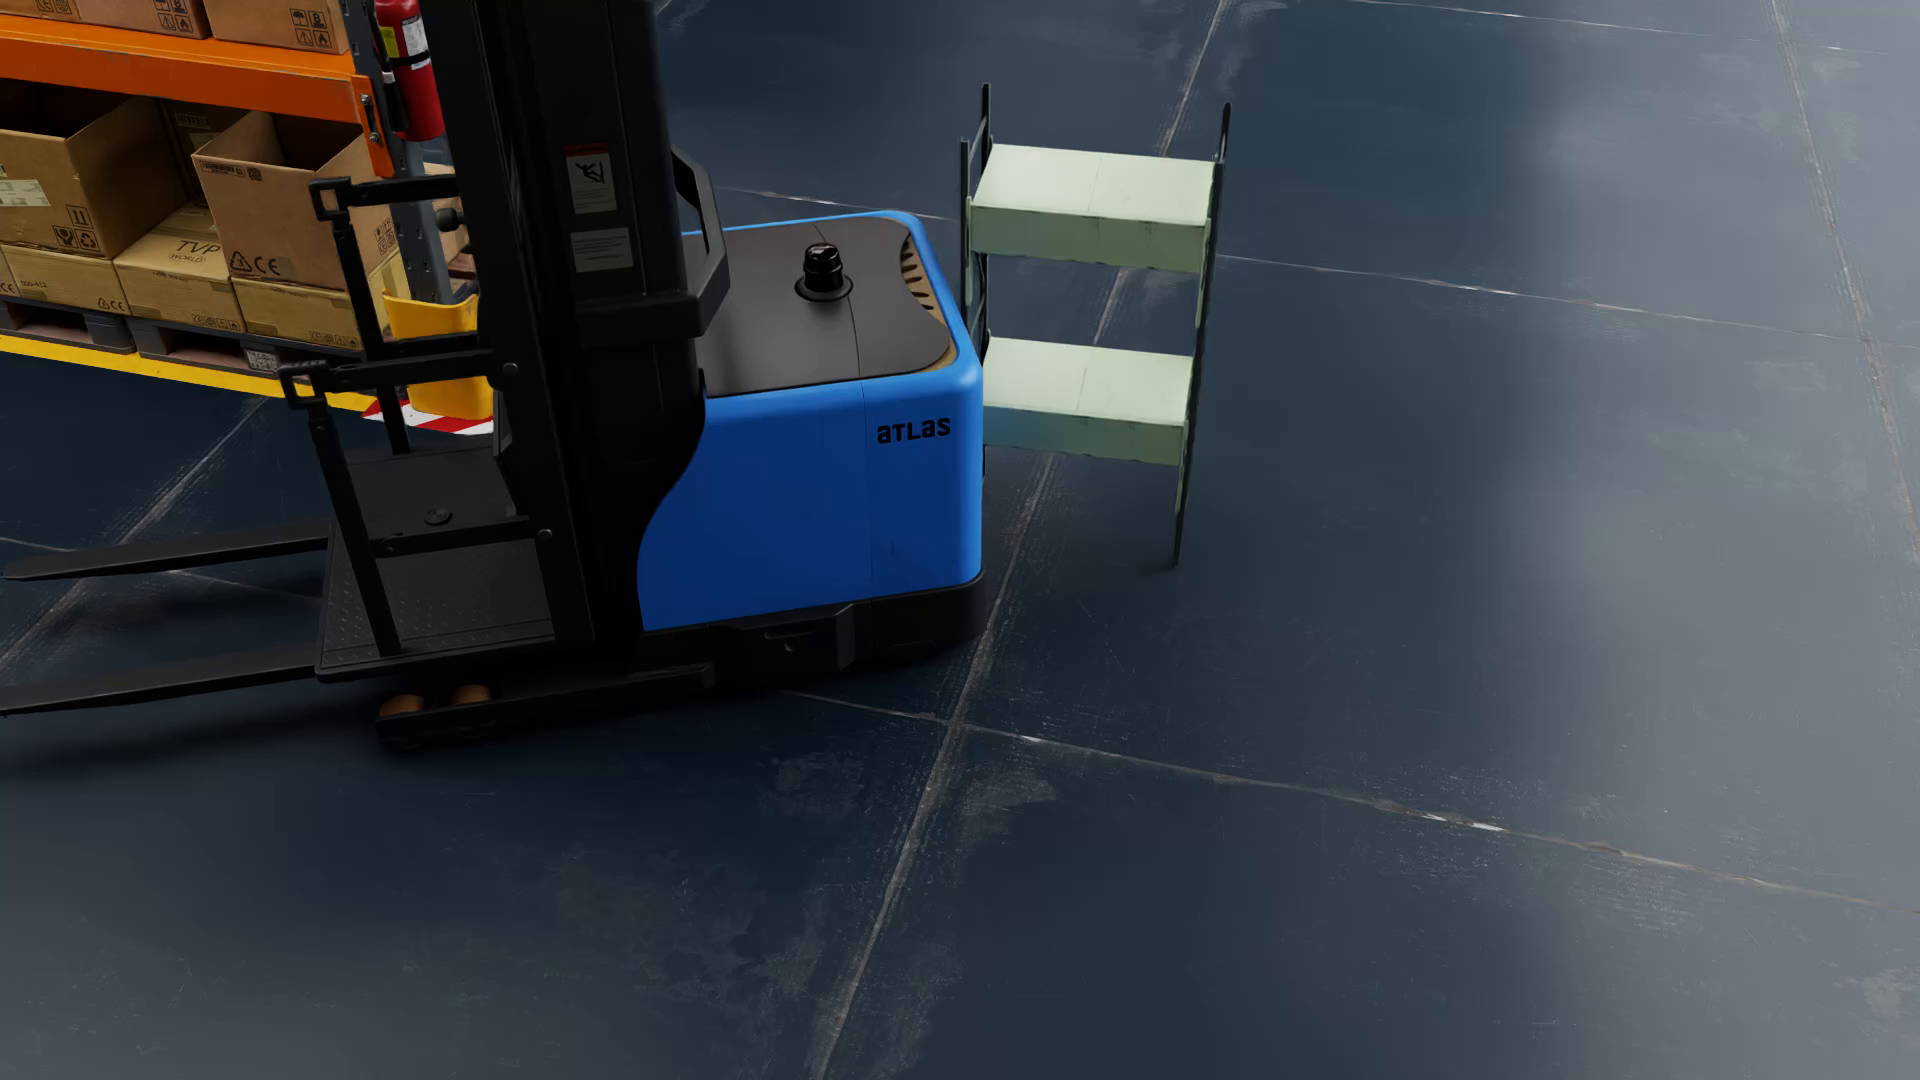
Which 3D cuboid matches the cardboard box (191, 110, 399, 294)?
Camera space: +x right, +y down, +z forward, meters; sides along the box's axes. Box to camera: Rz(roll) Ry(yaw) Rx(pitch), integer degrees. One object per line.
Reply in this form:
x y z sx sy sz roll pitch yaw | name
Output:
-2.421 -1.285 6.176 0.500 0.500 0.500 10 41 11 | cardboard box

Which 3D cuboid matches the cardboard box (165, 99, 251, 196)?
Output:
-2.770 -1.690 6.659 0.500 0.500 0.500 10 41 11 | cardboard box

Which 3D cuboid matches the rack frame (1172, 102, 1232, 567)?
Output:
0.767 -0.612 5.313 0.023 1.500 0.400 7 40 8 | rack frame

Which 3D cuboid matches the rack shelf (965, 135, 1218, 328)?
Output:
0.407 -0.953 5.112 0.720 0.370 0.431 7 40 8 | rack shelf

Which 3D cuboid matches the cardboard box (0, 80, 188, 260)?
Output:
-3.391 -1.442 6.364 0.500 0.500 0.500 10 41 11 | cardboard box

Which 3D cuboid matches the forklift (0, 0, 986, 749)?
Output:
-1.493 -0.870 4.506 3.031 2.935 1.130 -8 41 -10 | forklift

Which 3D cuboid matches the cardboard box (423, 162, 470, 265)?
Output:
-2.287 -1.321 6.802 0.500 0.250 0.500 10 41 11 | cardboard box

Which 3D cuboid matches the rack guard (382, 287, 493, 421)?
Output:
-1.803 -1.025 6.582 0.348 0.500 1.175 10 41 11 | rack guard

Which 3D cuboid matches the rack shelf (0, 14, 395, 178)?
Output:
-3.758 -2.043 6.410 4.000 0.370 1.077 10 41 11 | rack shelf

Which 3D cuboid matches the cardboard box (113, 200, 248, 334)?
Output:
-2.907 -1.075 6.509 0.500 0.250 0.500 10 41 11 | cardboard box

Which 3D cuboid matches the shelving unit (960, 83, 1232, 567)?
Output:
0.407 -0.654 5.363 0.755 1.500 0.431 7 40 8 | shelving unit

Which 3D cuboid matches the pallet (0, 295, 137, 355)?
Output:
-3.750 -1.223 7.043 1.213 0.211 1.003 10 41 11 | pallet

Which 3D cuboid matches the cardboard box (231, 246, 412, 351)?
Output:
-2.420 -0.999 6.419 0.500 0.250 0.500 10 41 11 | cardboard box

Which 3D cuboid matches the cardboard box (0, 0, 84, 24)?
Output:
-3.260 -2.280 6.055 0.500 0.500 0.700 10 41 12 | cardboard box

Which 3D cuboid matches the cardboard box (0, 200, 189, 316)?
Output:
-3.390 -1.157 6.607 0.500 0.250 0.500 10 41 11 | cardboard box

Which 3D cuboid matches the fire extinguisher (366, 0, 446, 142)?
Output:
-1.832 -1.648 5.440 0.183 0.674 0.296 10 41 11 | fire extinguisher

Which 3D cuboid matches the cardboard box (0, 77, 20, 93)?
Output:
-3.874 -1.526 6.463 0.500 0.500 0.500 10 41 11 | cardboard box

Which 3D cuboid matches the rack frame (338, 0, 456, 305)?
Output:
-1.826 -1.986 5.782 0.127 3.000 1.000 10 41 11 | rack frame

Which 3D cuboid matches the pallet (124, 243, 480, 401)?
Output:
-2.576 -1.019 6.799 1.213 0.211 1.003 10 41 11 | pallet

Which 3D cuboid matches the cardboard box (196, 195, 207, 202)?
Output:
-2.771 -1.402 6.899 0.500 0.250 0.500 10 41 11 | cardboard box

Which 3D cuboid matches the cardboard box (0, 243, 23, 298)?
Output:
-3.873 -1.241 6.707 0.500 0.250 0.500 10 41 11 | cardboard box

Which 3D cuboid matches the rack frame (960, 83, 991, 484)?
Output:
0.047 -0.697 5.413 0.023 1.500 0.400 7 40 8 | rack frame

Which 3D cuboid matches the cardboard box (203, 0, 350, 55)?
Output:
-2.274 -2.110 5.852 0.500 0.500 0.700 10 41 11 | cardboard box

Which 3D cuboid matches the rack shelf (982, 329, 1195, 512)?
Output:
0.407 -0.405 5.573 0.720 0.370 0.431 7 40 8 | rack shelf

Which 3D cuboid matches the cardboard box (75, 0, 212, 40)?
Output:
-2.782 -2.194 5.952 0.500 0.500 0.700 11 41 13 | cardboard box

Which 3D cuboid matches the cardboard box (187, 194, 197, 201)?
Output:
-3.253 -1.485 6.998 0.500 0.250 0.500 10 41 11 | cardboard box

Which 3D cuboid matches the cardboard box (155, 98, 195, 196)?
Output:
-3.256 -1.765 6.748 0.500 0.500 0.500 10 41 11 | cardboard box
